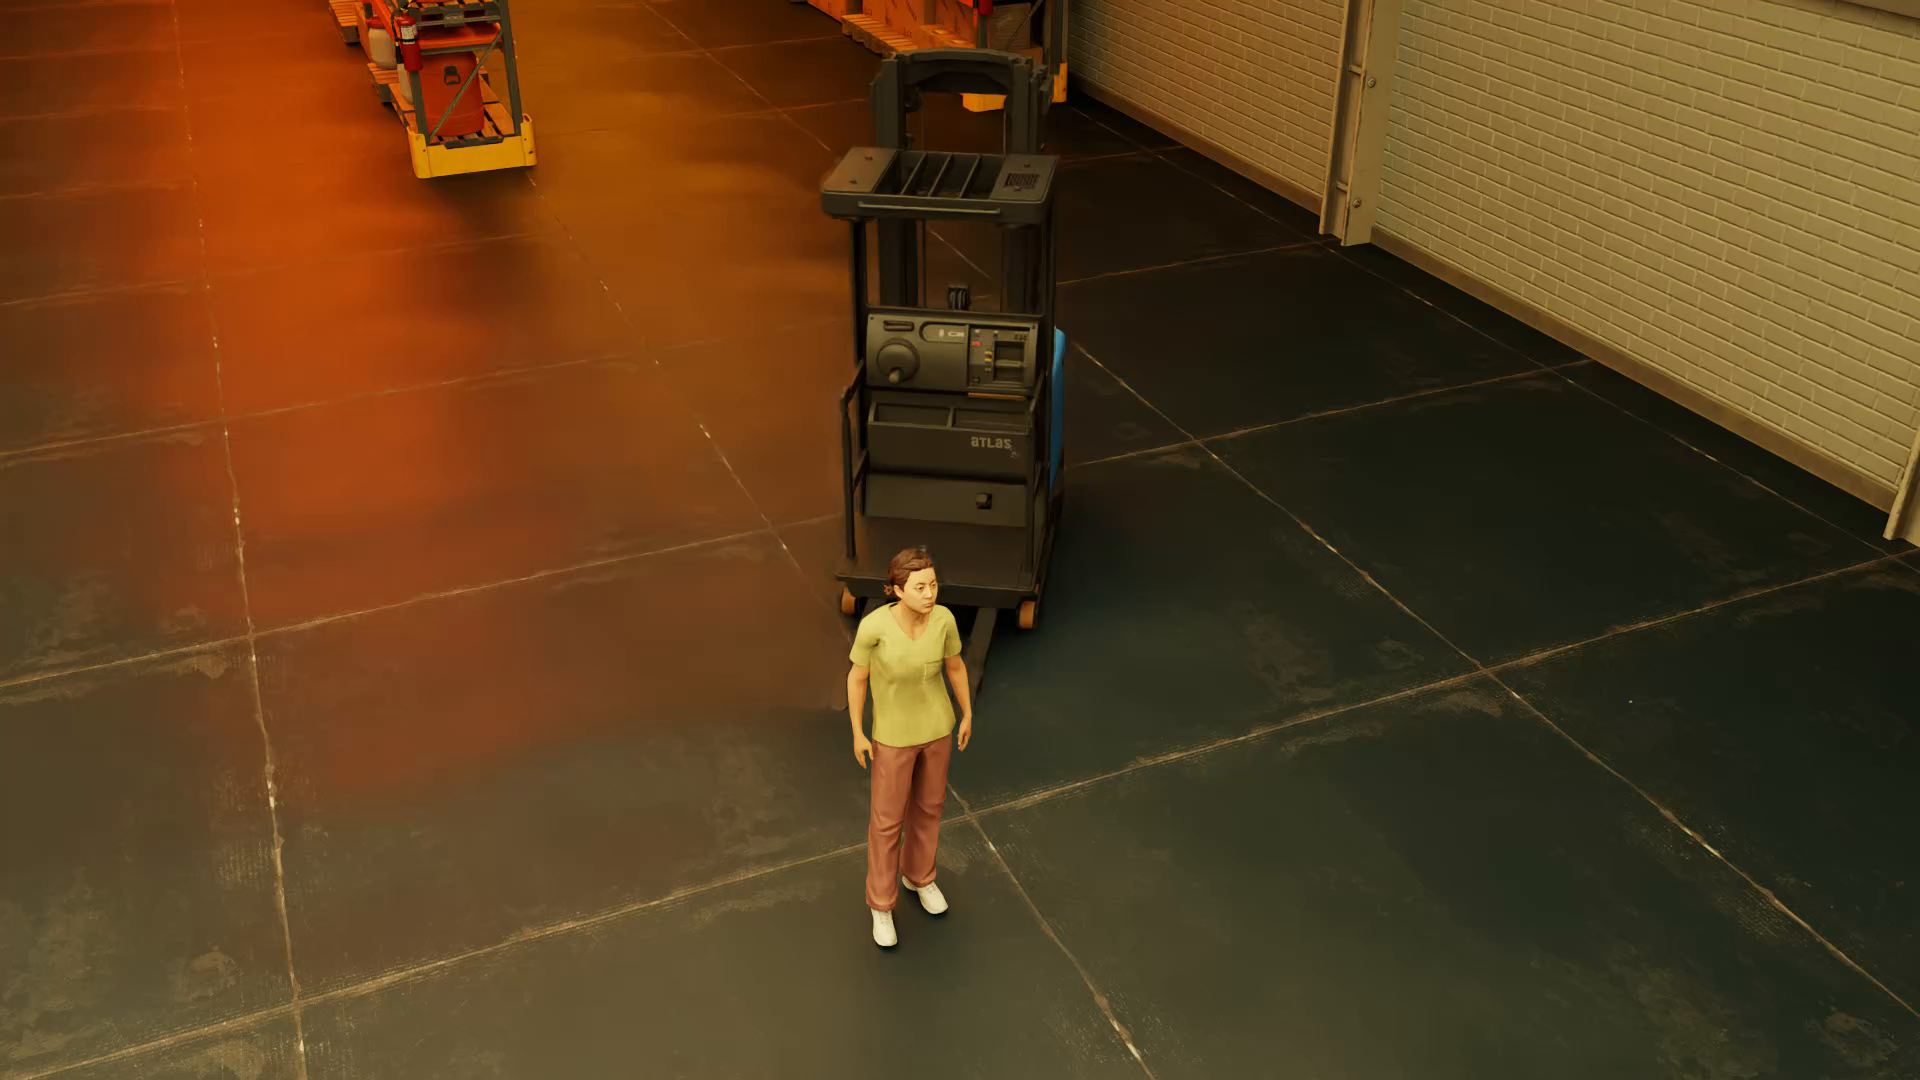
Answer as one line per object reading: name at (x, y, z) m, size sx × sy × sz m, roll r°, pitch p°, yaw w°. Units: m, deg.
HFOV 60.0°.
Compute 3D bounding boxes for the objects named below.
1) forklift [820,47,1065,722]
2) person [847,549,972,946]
forklift at (-0.075, -0.963, 8.804) m, size 1.130 × 2.935 × 3.031 m, roll 4°, pitch 30°, yaw 8°
person at (-0.180, 0.840, 6.902) m, size 0.554 × 1.672 × 0.548 m, roll -12°, pitch 32°, yaw -19°
